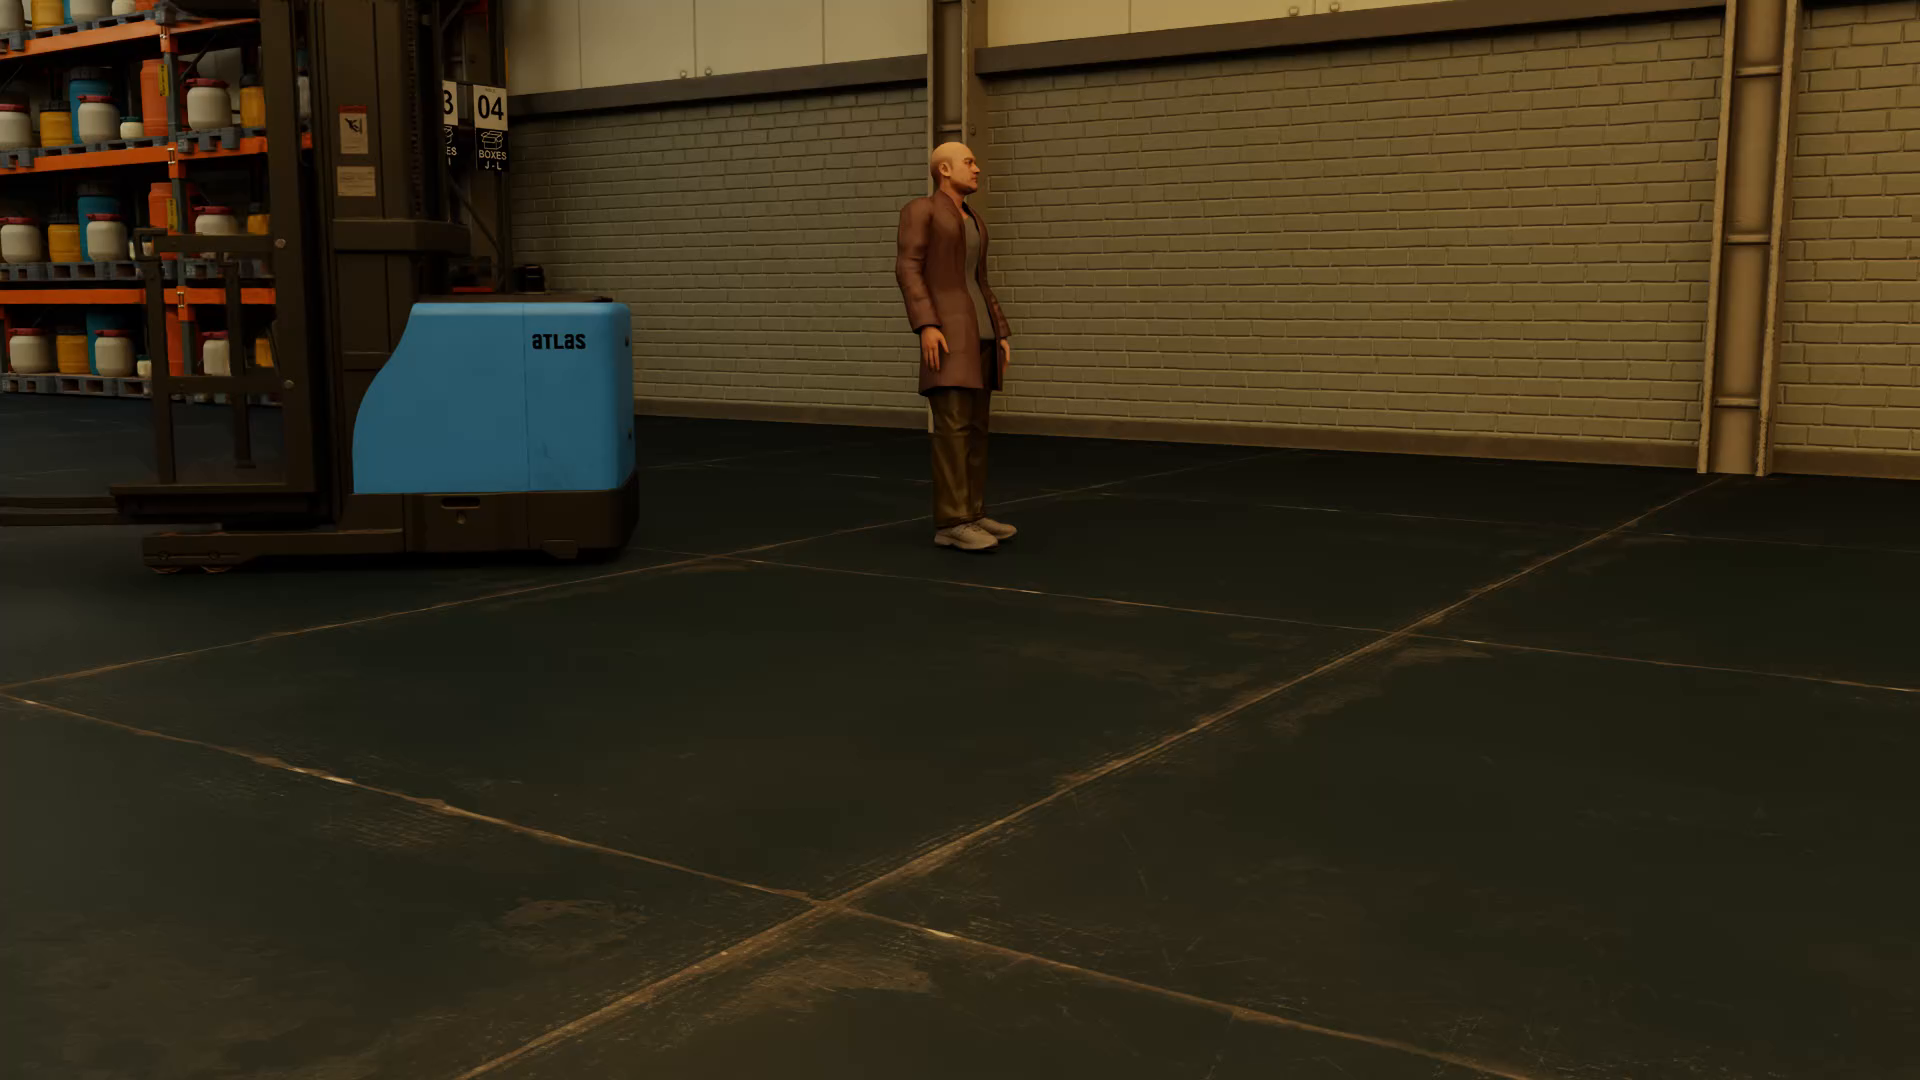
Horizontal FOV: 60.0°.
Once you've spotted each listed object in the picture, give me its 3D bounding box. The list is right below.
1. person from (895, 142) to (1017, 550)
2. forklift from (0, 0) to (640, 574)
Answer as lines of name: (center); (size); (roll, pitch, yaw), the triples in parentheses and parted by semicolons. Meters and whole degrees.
person: (0.072, -0.879, 7.423); (0.582, 1.775, 0.694); (5, 10, 34)
forklift: (-2.954, -1.393, 6.991); (3.031, 2.935, 1.130); (-1, 8, -7)
